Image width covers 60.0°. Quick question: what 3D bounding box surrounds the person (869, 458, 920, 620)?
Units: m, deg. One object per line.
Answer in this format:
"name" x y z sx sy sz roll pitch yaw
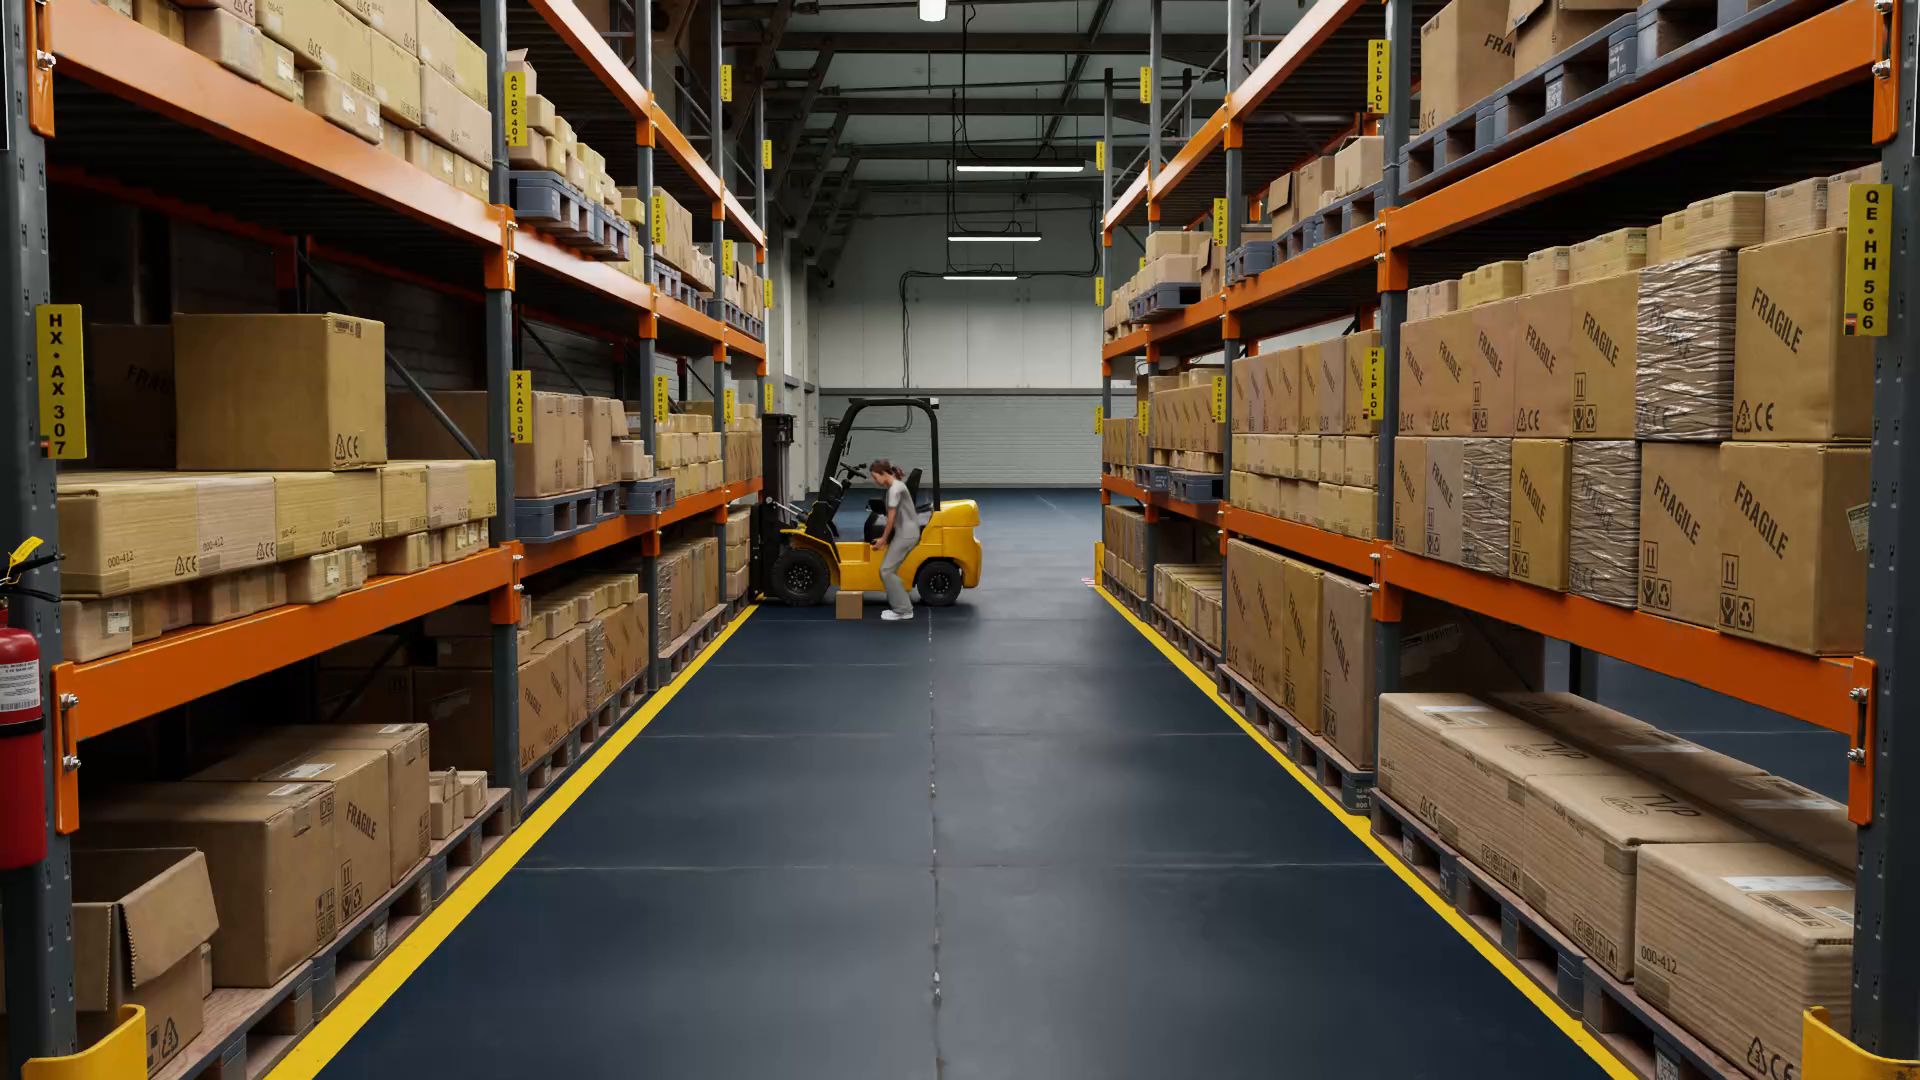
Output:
"person" -0.631 -0.012 16.100 0.489 1.556 0.478 0 4 0
